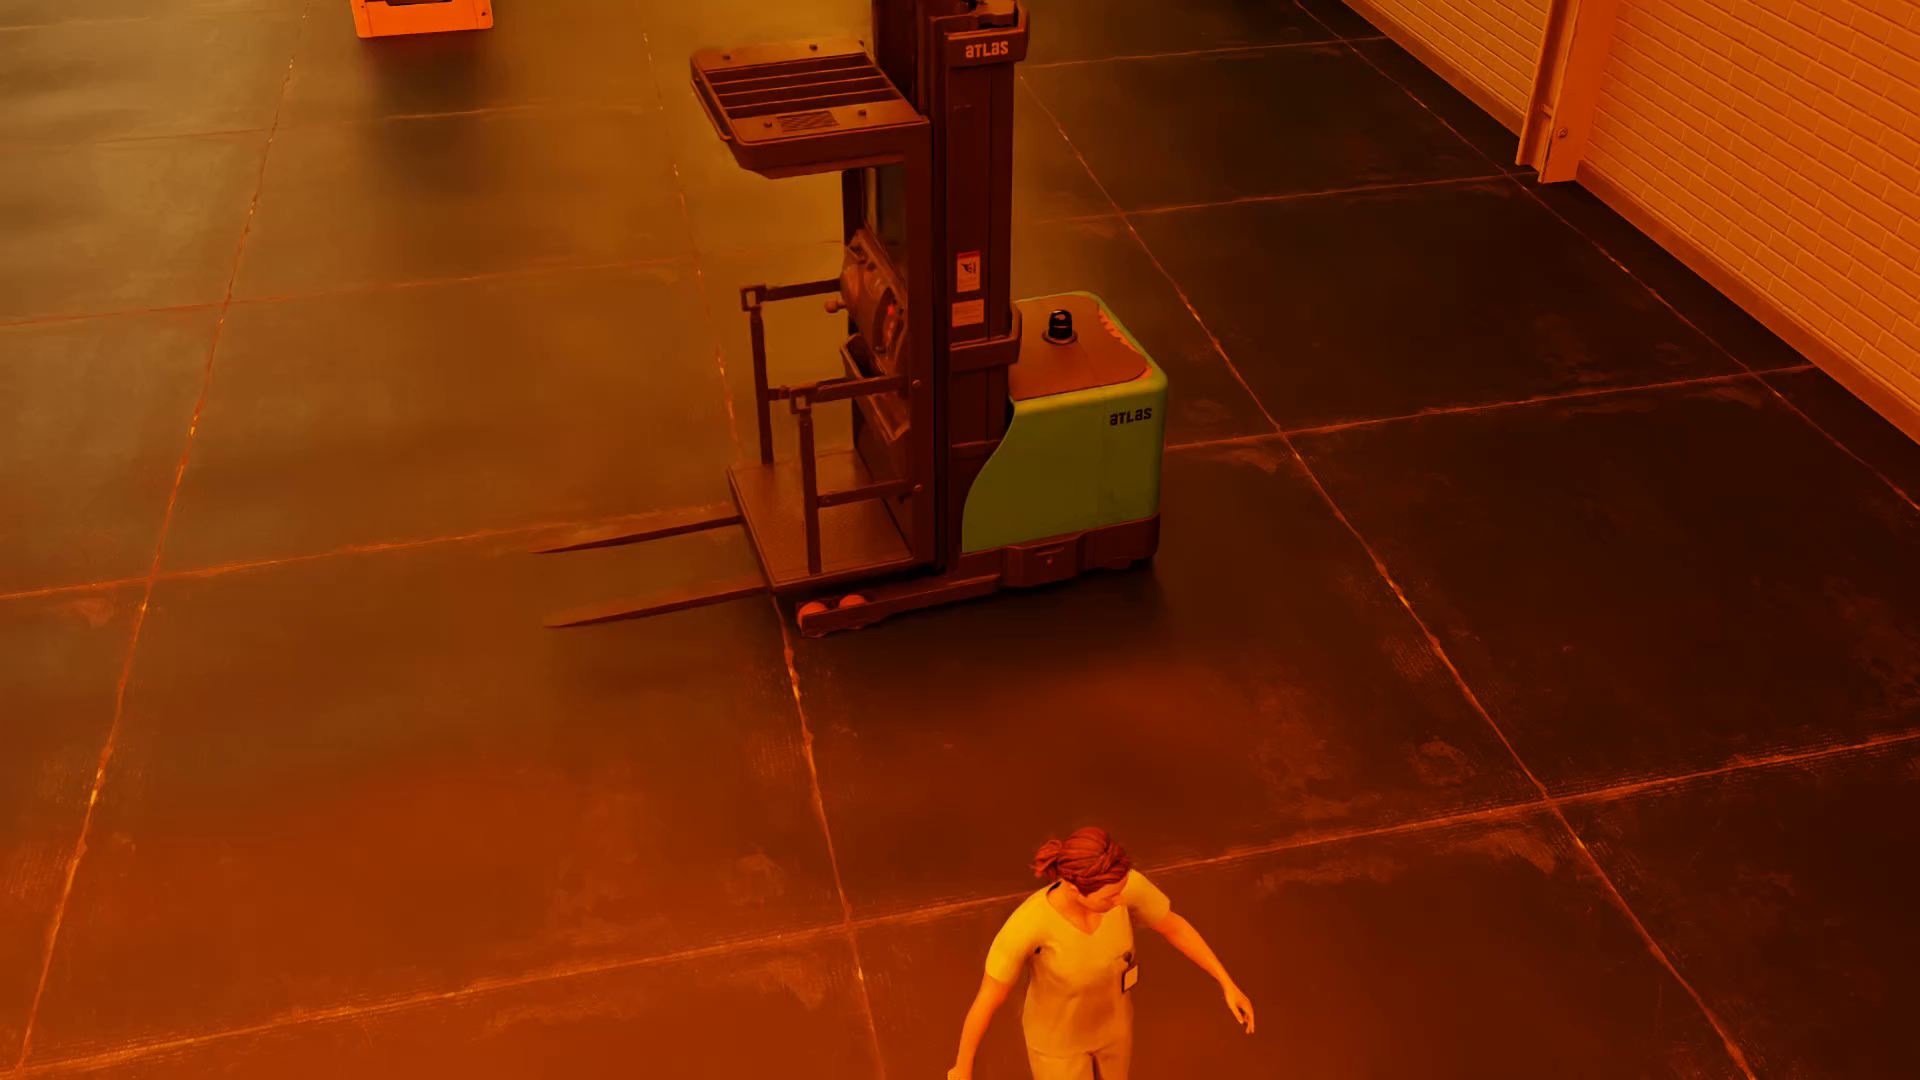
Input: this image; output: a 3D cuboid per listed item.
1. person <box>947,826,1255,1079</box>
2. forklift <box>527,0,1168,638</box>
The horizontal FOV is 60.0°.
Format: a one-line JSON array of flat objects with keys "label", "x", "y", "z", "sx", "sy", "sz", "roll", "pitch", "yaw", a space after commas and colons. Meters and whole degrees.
[{"label": "person", "x": 0.385, "y": 1.558, "z": 5.019, "sx": 0.884, "sy": 1.690, "sz": 0.630, "roll": -17, "pitch": 39, "yaw": -22}, {"label": "forklift", "x": -0.579, "y": -1.072, "z": 7.541, "sx": 3.031, "sy": 2.935, "sz": 1.130, "roll": -11, "pitch": 37, "yaw": -15}]
